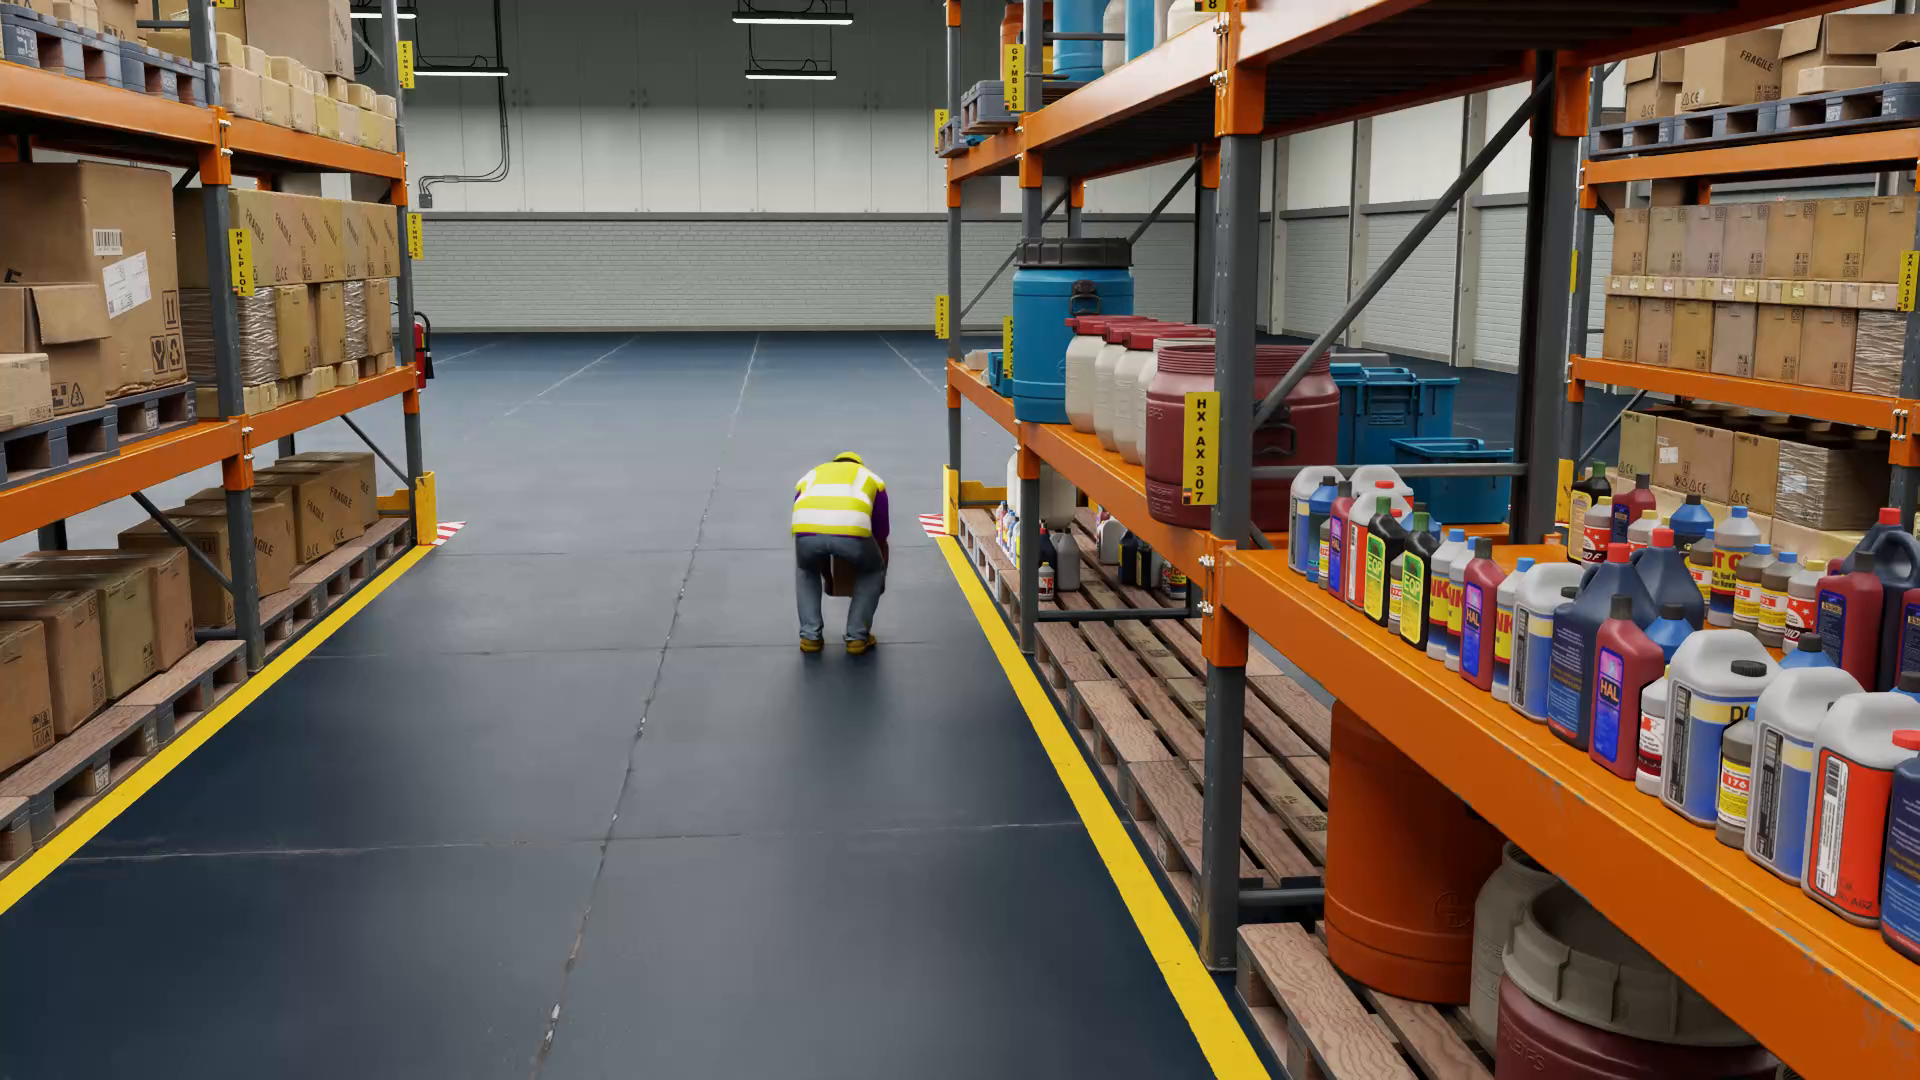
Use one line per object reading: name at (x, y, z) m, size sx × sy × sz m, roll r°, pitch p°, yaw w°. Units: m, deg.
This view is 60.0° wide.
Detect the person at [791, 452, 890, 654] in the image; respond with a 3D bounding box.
person at (-0.668, 0.061, 9.167) m, size 0.523 × 1.014 × 0.960 m, roll 1°, pitch 10°, yaw 6°
